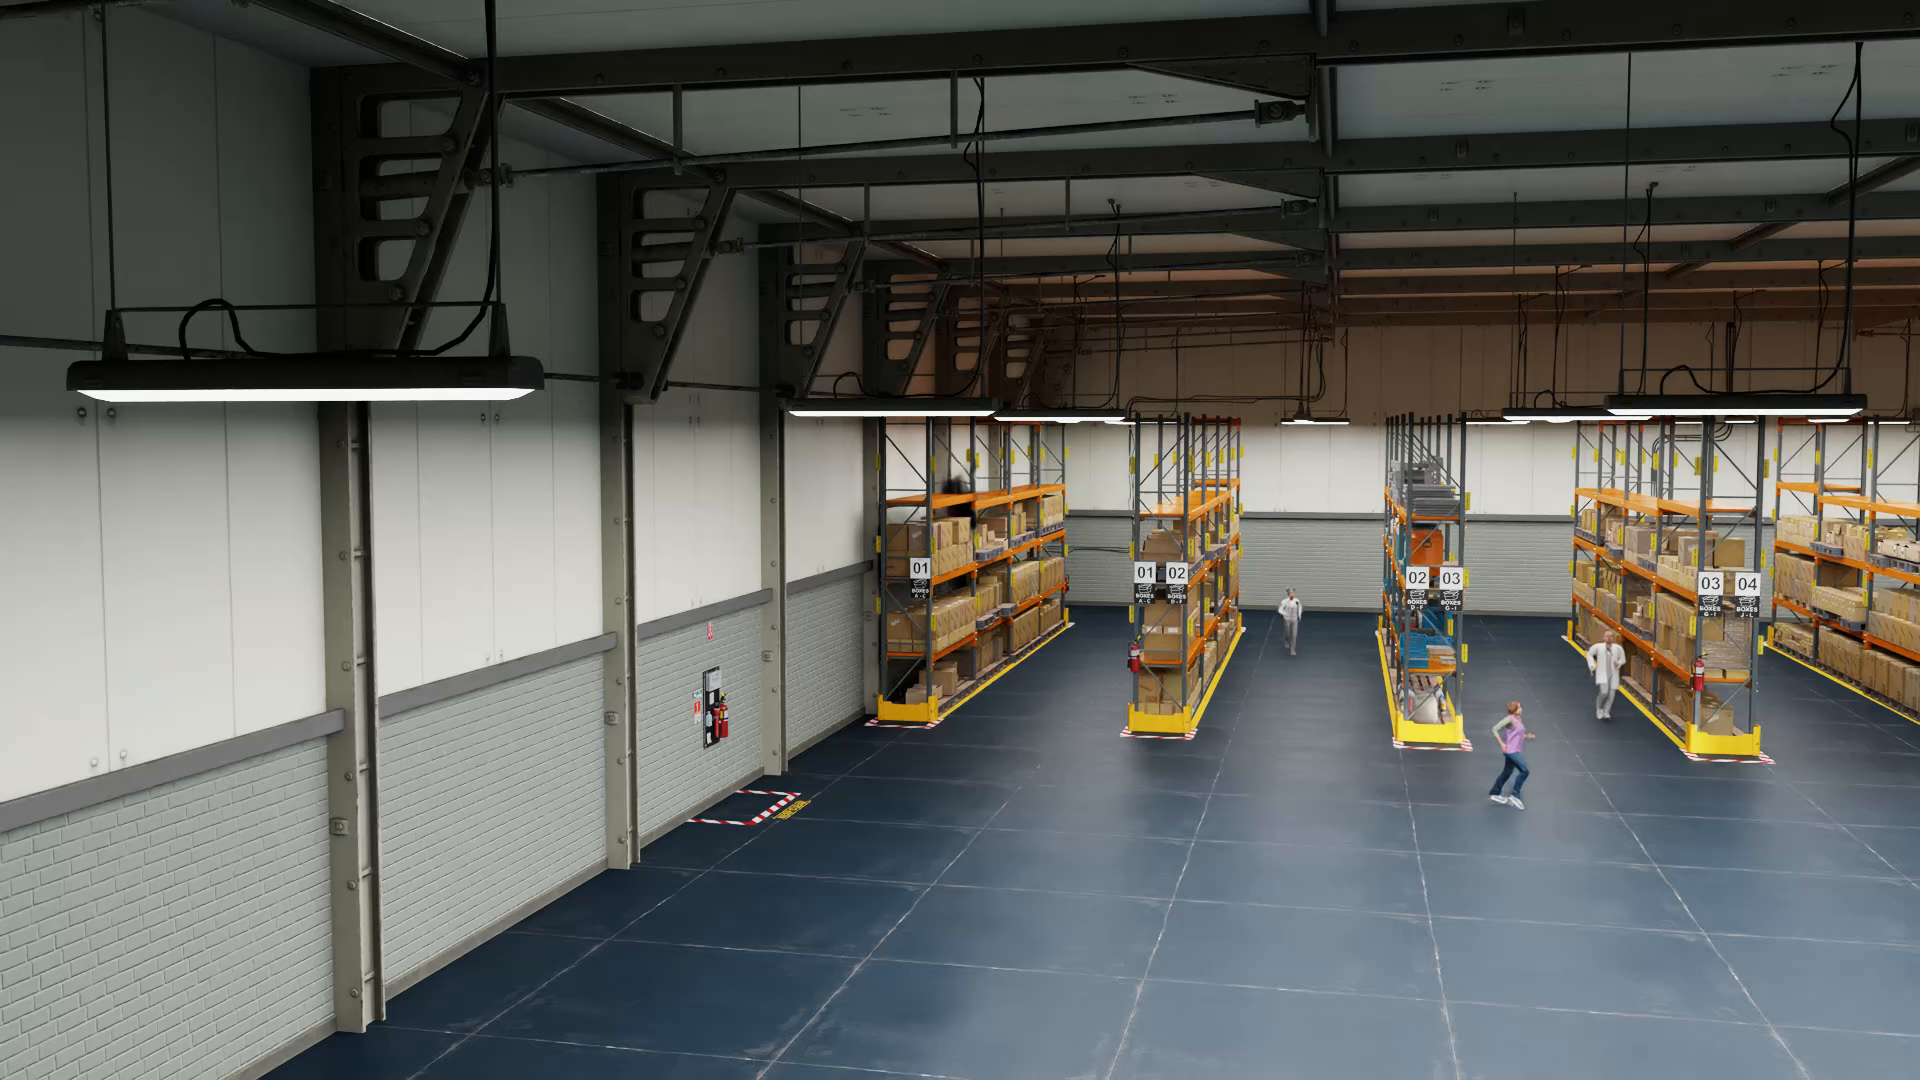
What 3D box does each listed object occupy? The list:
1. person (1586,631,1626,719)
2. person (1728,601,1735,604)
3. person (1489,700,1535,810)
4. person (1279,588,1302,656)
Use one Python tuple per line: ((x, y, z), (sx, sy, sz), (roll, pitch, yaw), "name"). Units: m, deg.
((12.623, 2.644, 32.411), (0.691, 1.740, 0.692), (1, 4, 8), "person")
((19.767, 2.011, 42.775), (0.631, 1.661, 0.618), (1, 4, 18), "person")
((8.326, 3.223, 25.068), (0.663, 1.622, 0.515), (2, 5, 31), "person")
((8.346, 2.040, 41.954), (0.621, 1.691, 0.915), (0, 4, 2), "person")
